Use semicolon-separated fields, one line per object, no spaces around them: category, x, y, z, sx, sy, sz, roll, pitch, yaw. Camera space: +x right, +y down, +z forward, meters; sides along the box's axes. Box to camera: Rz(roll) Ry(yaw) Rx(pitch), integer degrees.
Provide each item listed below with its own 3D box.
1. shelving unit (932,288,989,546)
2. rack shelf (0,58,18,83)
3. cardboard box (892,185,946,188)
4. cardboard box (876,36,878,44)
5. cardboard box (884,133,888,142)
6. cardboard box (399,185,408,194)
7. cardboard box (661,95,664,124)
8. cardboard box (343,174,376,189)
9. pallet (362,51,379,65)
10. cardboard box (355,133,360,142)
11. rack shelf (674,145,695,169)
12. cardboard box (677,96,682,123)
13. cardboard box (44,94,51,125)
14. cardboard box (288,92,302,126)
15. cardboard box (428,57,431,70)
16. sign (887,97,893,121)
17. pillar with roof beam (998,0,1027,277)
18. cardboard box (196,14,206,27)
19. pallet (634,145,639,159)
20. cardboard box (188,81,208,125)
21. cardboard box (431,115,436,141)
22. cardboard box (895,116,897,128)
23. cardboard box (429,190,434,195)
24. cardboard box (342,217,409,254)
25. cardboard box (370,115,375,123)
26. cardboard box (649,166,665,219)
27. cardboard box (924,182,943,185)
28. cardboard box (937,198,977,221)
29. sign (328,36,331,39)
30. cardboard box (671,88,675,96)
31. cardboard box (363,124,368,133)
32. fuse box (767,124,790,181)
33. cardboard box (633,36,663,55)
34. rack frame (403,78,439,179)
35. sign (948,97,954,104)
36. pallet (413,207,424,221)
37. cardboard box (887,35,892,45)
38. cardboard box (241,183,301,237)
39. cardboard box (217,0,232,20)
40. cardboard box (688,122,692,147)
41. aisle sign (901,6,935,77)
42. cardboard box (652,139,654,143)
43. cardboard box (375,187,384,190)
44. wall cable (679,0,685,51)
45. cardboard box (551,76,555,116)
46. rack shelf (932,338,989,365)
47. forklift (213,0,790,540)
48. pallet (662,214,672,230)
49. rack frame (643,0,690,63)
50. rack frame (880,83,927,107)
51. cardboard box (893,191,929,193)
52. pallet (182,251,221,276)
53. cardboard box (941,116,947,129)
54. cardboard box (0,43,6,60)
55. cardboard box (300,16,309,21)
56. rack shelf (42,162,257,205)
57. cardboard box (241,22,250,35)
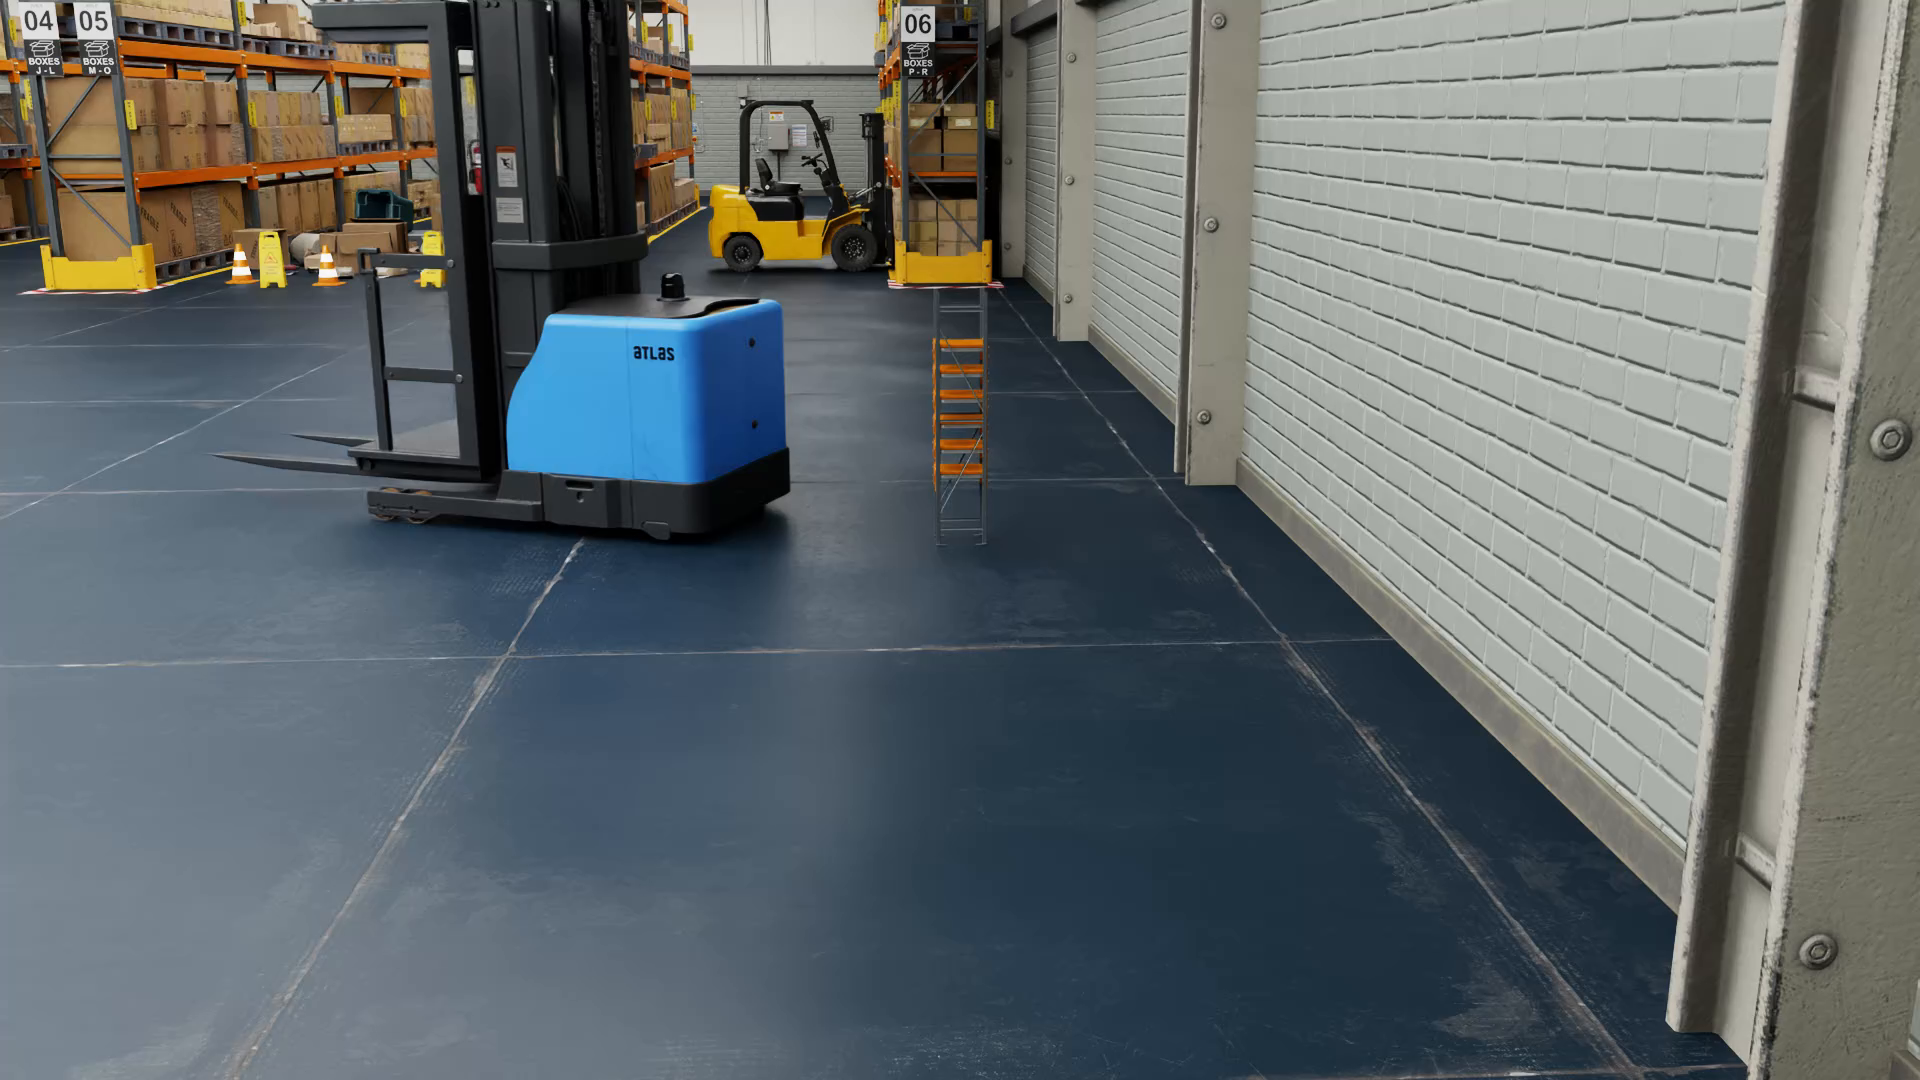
shelving unit;0.001;-0.577;7.863;0.258;1.200;0.189;-1;14;-3
rack shelf;-15.419;-6.970;24.522;1.077;0.370;4.000;-1;14;-3
cardboard box;-0.673;-5.492;27.275;0.875;0.625;0.625;0;14;-2
cardboard box;-1.365;-9.235;30.742;0.380;0.149;0.250;0;14;-2
cardboard box;-1.121;-6.833;28.226;0.380;0.149;0.250;-1;14;-2
cardboard box;-10.648;-6.609;31.380;0.380;0.149;0.250;0;14;-1
cardboard box;-5.570;-7.682;29.655;0.500;0.500;0.500;0;14;-2
cardboard box;-10.436;-6.196;28.755;0.500;0.250;0.500;-1;14;-3
pallet;-10.834;-8.358;28.850;1.213;0.211;1.003;-1;14;-3
cardboard box;-10.483;-6.878;28.401;0.380;0.149;0.250;0;14;-2
rack shelf;-6.023;-7.660;33.223;1.077;0.370;4.000;-1;14;-3
cardboard box;-5.733;-8.419;32.522;0.500;0.500;0.500;-1;14;-2
cardboard box;-15.609;-7.242;27.939;0.797;0.503;0.637;-1;14;-2
cardboard box;-10.501;-6.583;25.383;0.700;0.500;0.500;-1;14;-4
cardboard box;-10.733;-9.425;32.920;0.500;0.250;0.500;0;14;-1
sign;-0.991;-6.111;23.592;0.100;0.325;0.005;-1;14;-3
pillar with roof beam;-3.642;-7.630;19.624;9.100;9.000;0.400;-1;14;-3
cardboard box;-9.933;-6.665;21.351;0.380;0.149;0.250;-1;14;-3
pallet;-5.488;-5.932;25.447;1.003;0.211;1.213;-1;14;-3
cardboard box;-10.303;-5.652;21.506;0.875;0.550;0.550;-1;14;-3
cardboard box;-10.729;-8.235;33.216;0.500;0.500;0.500;-1;14;-3
cardboard box;-0.675;-5.622;22.355;0.380;0.149;0.250;-1;14;-4
cardboard box;-10.643;-6.855;32.929;0.380;0.149;0.250;-1;14;-3
cardboard box;-7.858;-4.014;22.344;0.797;0.637;0.503;-1;14;-3
cardboard box;-10.554;-7.425;29.333;0.380;0.149;0.250;-1;14;-5
cardboard box;-5.662;-6.086;29.081;0.875;0.875;0.875;-1;14;-3
cardboard box;-0.419;-6.036;28.336;0.380;0.149;0.250;0;14;-1
cardboard box;-0.043;-4.083;20.544;0.500;0.250;0.500;-1;14;-4
sign;-10.031;-8.163;26.516;0.100;0.325;0.005;-1;14;-3
cardboard box;-5.704;-8.630;32.038;0.380;0.149;0.250;-1;14;-4
cardboard box;-10.517;-7.151;28.866;0.380;0.149;0.250;0;14;-1
fuse box;-4.414;-9.280;40.661;0.539;1.711;0.414;-1;14;-3
cardboard box;-5.635;-8.908;29.946;0.500;0.311;0.500;-1;14;-3
rack frame;-11.081;-8.405;34.672;1.000;3.000;0.127;-1;14;-3
sign;-0.144;-7.164;27.527;0.100;0.325;0.005;-1;14;-3
pallet;-10.910;-6.226;31.800;1.003;0.211;1.213;-1;14;-3
cardboard box;-0.979;-8.094;26.870;0.380;0.166;0.250;-1;14;-4
cardboard box;-10.522;-4.927;24.828;1.050;0.750;0.750;-1;14;-3
cardboard box;-10.051;-7.078;22.155;0.500;0.250;0.500;-1;14;-4
cardboard box;-5.853;-8.439;34.604;0.500;0.500;0.500;-1;14;-3
aisle sign;-0.491;-5.843;19.497;0.394;0.787;0.004;-1;14;-3
cardboard box;-5.480;-6.697;28.336;0.500;0.250;0.500;-1;14;-5
cardboard box;-10.477;-5.967;29.372;0.500;0.500;0.500;-1;14;-5
wall cable;-6.781;-12.822;39.800;0.463;3.000;0.029;-1;14;-3
cardboard box;-5.456;-5.705;21.374;0.700;0.500;0.500;-1;14;-4
rack shelf;0.001;-0.883;7.784;0.258;0.103;0.180;-1;14;-3
forklift;-2.465;-1.617;8.429;3.031;2.935;1.130;5;15;18
pallet;-5.698;-5.666;29.624;1.003;0.211;1.213;-1;14;-3
rack frame;-6.147;-11.411;34.319;1.000;3.000;0.127;-1;14;-3
rack frame;-1.193;-8.584;35.368;1.000;3.000;0.127;-1;14;-3
cardboard box;-0.669;-4.579;22.473;0.500;0.250;0.500;0;14;-2
pallet;-10.290;-3.575;21.498;1.003;0.211;1.213;-1;14;-3
cardboard box;-0.043;-5.116;20.387;0.380;0.149;0.250;-1;14;-3
cardboard box;-15.268;-7.629;25.939;0.500;0.250;0.500;-1;14;-3
cardboard box;-10.917;-8.511;27.328;0.396;0.266;0.258;-1;14;-3
rack shelf;-10.214;-4.574;21.229;1.077;0.370;4.000;-1;14;-3
cardboard box;-10.126;-7.214;23.249;0.258;0.266;0.396;-1;14;-4
